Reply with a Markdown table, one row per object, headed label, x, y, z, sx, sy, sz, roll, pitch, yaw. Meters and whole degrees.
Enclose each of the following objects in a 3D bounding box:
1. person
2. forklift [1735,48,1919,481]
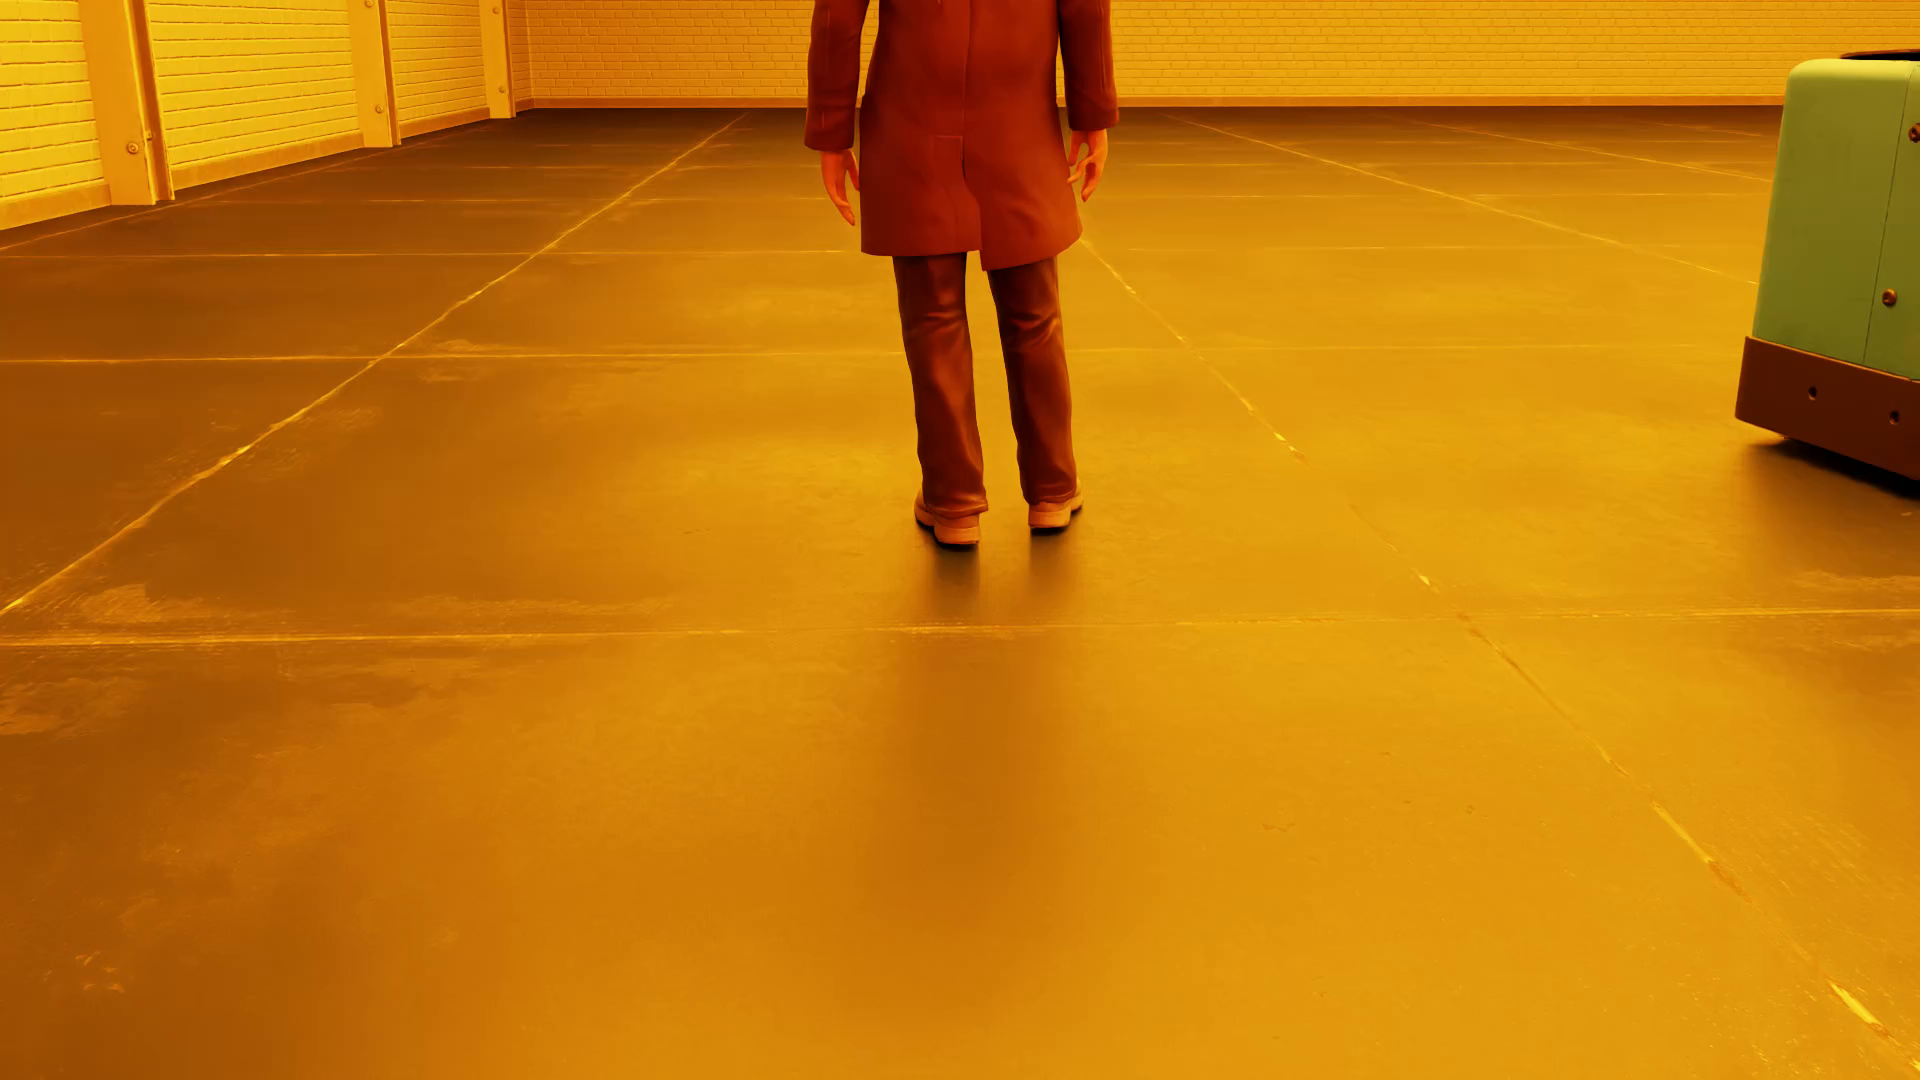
| label | x | y | z | sx | sy | sz | roll | pitch | yaw |
| --- | --- | --- | --- | --- | --- | --- | --- | --- | --- |
| person | 0.000 | -0.883 | 3.743 | 0.696 | 1.775 | 0.582 | -1 | 17 | -3 |
| forklift | 3.821 | -1.647 | 4.291 | 3.031 | 2.935 | 1.130 | -4 | 17 | -11 |
